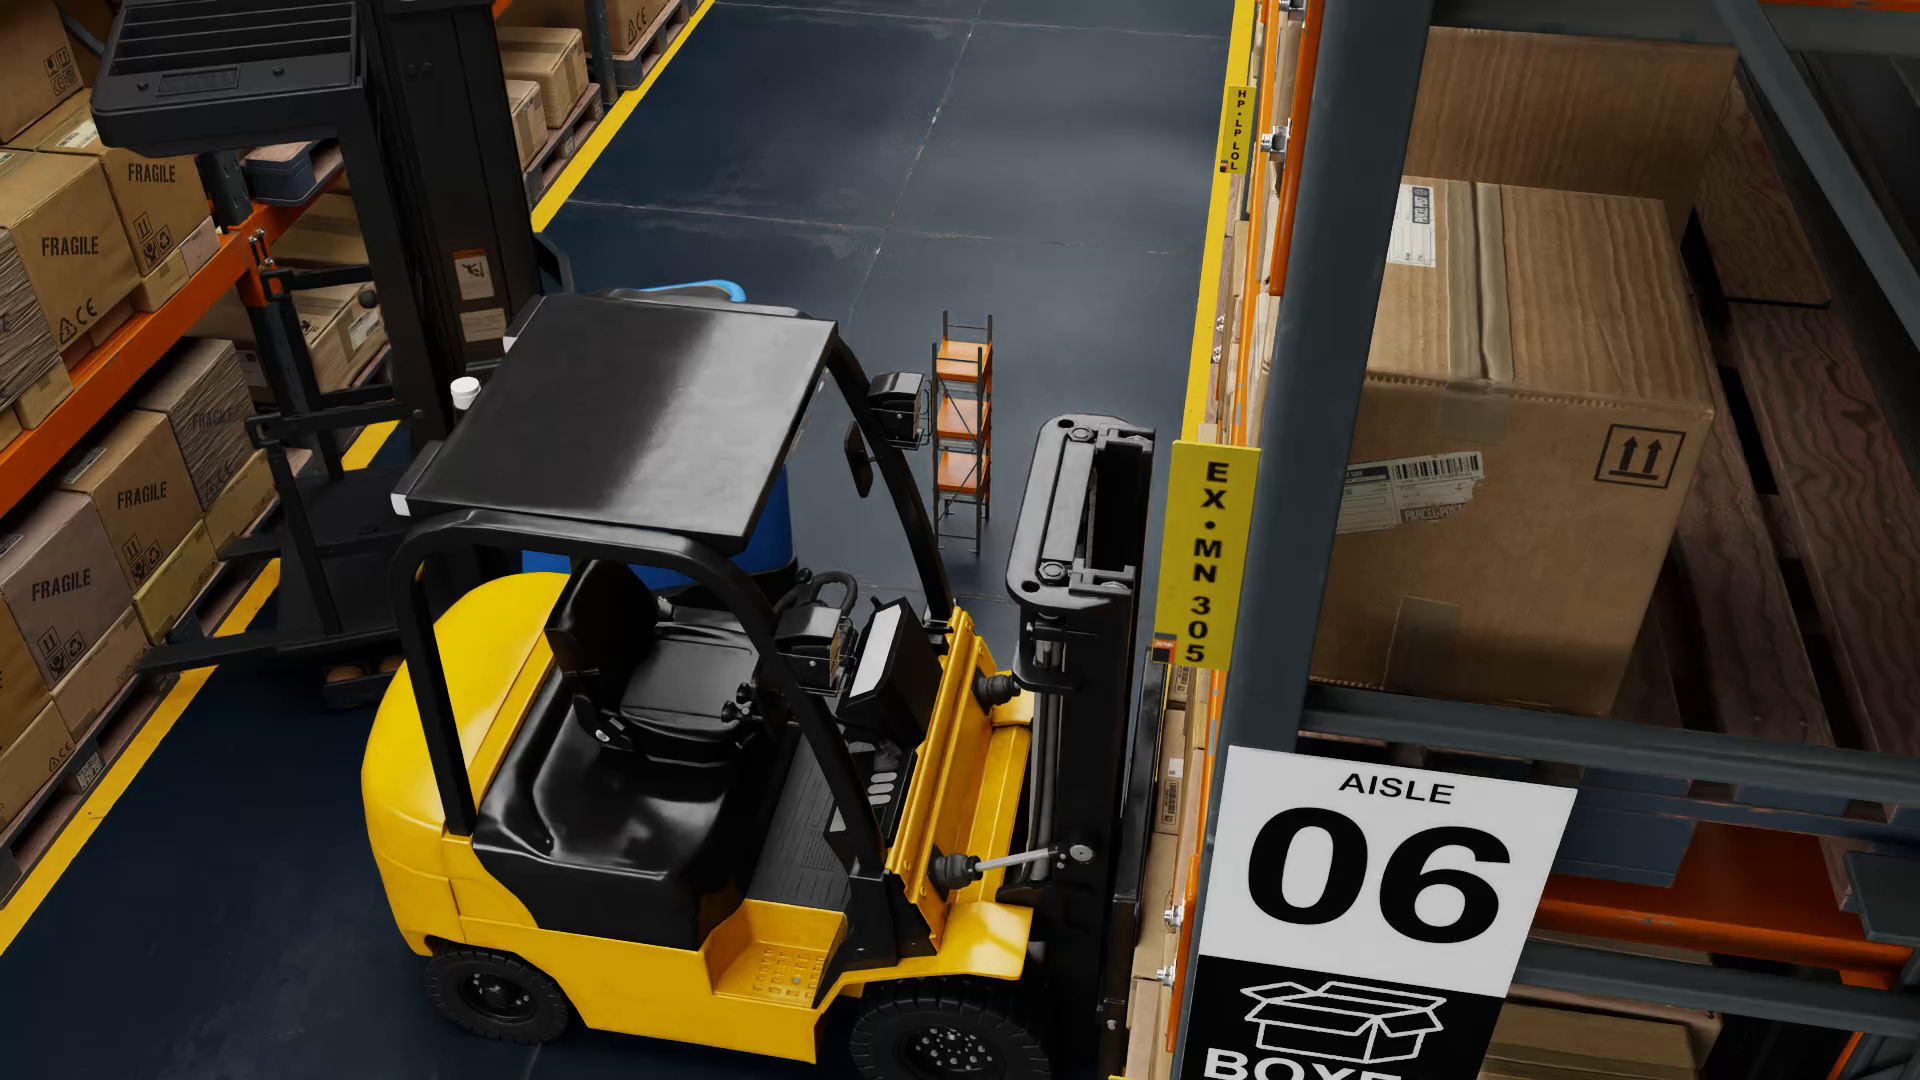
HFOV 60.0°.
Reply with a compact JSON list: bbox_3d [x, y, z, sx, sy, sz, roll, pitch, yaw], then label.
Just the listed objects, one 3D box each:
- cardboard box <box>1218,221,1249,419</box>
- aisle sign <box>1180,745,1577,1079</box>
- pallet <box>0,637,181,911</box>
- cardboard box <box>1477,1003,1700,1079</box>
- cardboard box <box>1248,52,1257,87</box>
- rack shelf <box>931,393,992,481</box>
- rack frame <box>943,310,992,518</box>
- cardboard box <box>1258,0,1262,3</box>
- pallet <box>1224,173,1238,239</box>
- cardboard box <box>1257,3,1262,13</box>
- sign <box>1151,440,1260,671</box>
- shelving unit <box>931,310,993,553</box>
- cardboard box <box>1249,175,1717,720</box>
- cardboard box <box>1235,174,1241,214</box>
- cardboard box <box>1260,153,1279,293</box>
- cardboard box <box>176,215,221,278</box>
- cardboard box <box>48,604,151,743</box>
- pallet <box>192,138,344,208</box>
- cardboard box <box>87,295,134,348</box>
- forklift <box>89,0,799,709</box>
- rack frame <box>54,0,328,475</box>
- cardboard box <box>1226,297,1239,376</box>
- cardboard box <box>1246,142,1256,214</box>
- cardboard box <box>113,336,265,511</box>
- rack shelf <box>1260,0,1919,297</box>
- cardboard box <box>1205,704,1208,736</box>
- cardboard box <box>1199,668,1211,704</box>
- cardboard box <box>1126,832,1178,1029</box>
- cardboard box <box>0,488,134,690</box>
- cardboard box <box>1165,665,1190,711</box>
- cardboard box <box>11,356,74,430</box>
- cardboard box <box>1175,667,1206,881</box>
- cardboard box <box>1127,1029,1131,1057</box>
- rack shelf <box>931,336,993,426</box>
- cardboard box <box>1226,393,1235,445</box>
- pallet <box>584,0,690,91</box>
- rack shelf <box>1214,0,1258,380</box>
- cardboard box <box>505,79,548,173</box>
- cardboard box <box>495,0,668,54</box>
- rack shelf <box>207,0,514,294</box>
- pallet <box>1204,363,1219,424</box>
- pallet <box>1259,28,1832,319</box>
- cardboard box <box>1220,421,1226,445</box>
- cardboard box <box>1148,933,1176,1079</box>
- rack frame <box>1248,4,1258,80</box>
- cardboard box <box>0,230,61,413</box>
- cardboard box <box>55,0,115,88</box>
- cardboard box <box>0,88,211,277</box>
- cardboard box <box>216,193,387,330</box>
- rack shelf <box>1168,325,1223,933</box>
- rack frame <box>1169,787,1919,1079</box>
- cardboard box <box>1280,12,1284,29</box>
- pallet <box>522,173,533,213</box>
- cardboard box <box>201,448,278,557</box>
[{"bbox_3d":[1.168,-0.739,5.712,0.500,0.500,0.500,5,40,6],"label":"cardboard box"},{"bbox_3d":[0.509,0.567,2.170,0.394,0.787,0.004,6,40,8],"label":"aisle sign"},{"bbox_3d":[-3.678,0.773,6.150,1.003,0.211,1.213,6,40,8],"label":"pallet"},{"bbox_3d":[1.078,0.970,2.902,0.380,0.149,0.250,6,40,7],"label":"cardboard box"},{"bbox_3d":[1.417,-1.745,6.732,0.500,0.250,0.500,5,40,7],"label":"cardboard box"},{"bbox_3d":[0.009,-0.430,6.963,0.215,0.259,0.240,6,40,8],"label":"rack shelf"},{"bbox_3d":[0.030,-0.515,7.049,0.200,1.050,0.008,6,40,8],"label":"rack frame"},{"bbox_3d":[1.504,-2.458,7.281,0.380,0.149,0.250,5,40,6],"label":"cardboard box"},{"bbox_3d":[2.013,-1.874,9.351,1.003,0.211,1.213,6,40,8],"label":"pallet"},{"bbox_3d":[1.680,-2.704,7.891,0.500,0.250,0.500,5,40,7],"label":"cardboard box"},{"bbox_3d":[0.278,0.025,1.879,0.100,0.325,0.005,6,40,8],"label":"sign"},{"bbox_3d":[0.009,-0.438,6.956,0.215,1.050,0.252,6,40,8],"label":"shelving unit"},{"bbox_3d":[0.646,-0.140,2.224,0.500,0.500,0.500,8,40,9],"label":"cardboard box"},{"bbox_3d":[1.413,-1.554,6.893,0.500,0.250,0.500,6,40,7],"label":"cardboard box"},{"bbox_3d":[0.698,-0.457,2.793,0.396,0.266,0.258,6,40,8],"label":"cardboard box"},{"bbox_3d":[-3.143,-1.163,6.500,0.380,0.149,0.250,6,40,7],"label":"cardboard box"},{"bbox_3d":[-3.400,0.457,6.171,0.500,0.250,0.500,7,40,8],"label":"cardboard box"},{"bbox_3d":[-3.112,-1.885,7.327,1.003,0.211,1.213,6,40,8],"label":"pallet"},{"bbox_3d":[-3.301,-0.851,6.122,0.380,0.149,0.250,7,40,8],"label":"cardboard box"},{"bbox_3d":[-2.233,-0.853,5.981,3.031,2.935,1.130,-10,41,-12],"label":"forklift"},{"bbox_3d":[-3.388,-1.495,6.705,1.000,3.000,0.127,6,40,8],"label":"rack frame"},{"bbox_3d":[1.011,-0.592,5.024,0.380,0.149,0.250,7,40,9],"label":"cardboard box"},{"bbox_3d":[1.154,-1.186,5.510,0.380,0.149,0.250,7,40,9],"label":"cardboard box"},{"bbox_3d":[-3.226,-0.486,6.723,0.500,0.500,0.500,6,40,7],"label":"cardboard box"},{"bbox_3d":[1.156,-1.576,2.972,1.077,0.370,4.000,6,40,8],"label":"rack shelf"},{"bbox_3d":[0.768,0.376,3.854,0.380,0.149,0.250,5,40,6],"label":"cardboard box"},{"bbox_3d":[0.747,0.260,3.761,0.380,0.149,0.250,7,40,9],"label":"cardboard box"},{"bbox_3d":[0.742,1.110,4.597,0.500,0.250,0.500,7,40,8],"label":"cardboard box"},{"bbox_3d":[-3.399,0.154,5.949,0.500,0.500,0.500,8,40,10],"label":"cardboard box"},{"bbox_3d":[0.936,0.464,5.378,0.500,0.250,0.500,8,40,9],"label":"cardboard box"},{"bbox_3d":[-3.316,-0.525,5.728,0.380,0.149,0.250,6,40,7],"label":"cardboard box"},{"bbox_3d":[0.823,0.537,4.168,0.500,0.500,0.500,6,40,7],"label":"cardboard box"},{"bbox_3d":[0.752,1.285,4.777,0.500,0.250,0.500,6,40,7],"label":"cardboard box"},{"bbox_3d":[0.009,-0.649,6.782,0.215,0.259,0.240,6,40,8],"label":"rack shelf"},{"bbox_3d":[0.938,-0.268,4.632,0.380,0.149,0.250,5,40,6],"label":"cardboard box"},{"bbox_3d":[-2.485,-3.418,11.218,1.003,0.211,1.213,6,40,8],"label":"pallet"},{"bbox_3d":[1.848,-1.928,7.793,1.077,0.370,4.000,6,40,8],"label":"rack shelf"},{"bbox_3d":[-2.923,-2.337,9.456,0.950,0.372,0.625,6,40,7],"label":"cardboard box"},{"bbox_3d":[-2.494,-3.773,10.797,0.875,0.875,0.875,6,40,7],"label":"cardboard box"},{"bbox_3d":[-3.042,-2.473,8.452,1.077,0.370,4.000,6,40,8],"label":"rack shelf"},{"bbox_3d":[1.591,-0.342,7.498,1.003,0.211,1.213,6,40,8],"label":"pallet"},{"bbox_3d":[1.166,-0.771,3.544,1.003,0.211,1.213,6,40,8],"label":"pallet"},{"bbox_3d":[1.007,-0.093,4.930,0.500,0.500,0.500,6,40,7],"label":"cardboard box"},{"bbox_3d":[0.636,1.184,3.386,0.500,0.500,0.500,6,40,7],"label":"cardboard box"},{"bbox_3d":[2.194,-3.461,9.082,1.000,3.000,0.127,6,40,8],"label":"rack frame"},{"bbox_3d":[-3.387,-0.692,5.421,0.500,0.500,0.500,7,40,9],"label":"cardboard box"},{"bbox_3d":[-3.534,-2.126,6.825,0.500,0.500,0.500,6,40,7],"label":"cardboard box"},{"bbox_3d":[-3.220,-1.342,6.208,0.500,0.500,0.500,5,40,7],"label":"cardboard box"},{"bbox_3d":[-3.178,-1.426,8.353,0.950,0.372,0.625,9,40,10],"label":"cardboard box"},{"bbox_3d":[1.156,0.582,4.757,1.077,0.370,4.000,6,40,8],"label":"rack shelf"},{"bbox_3d":[0.810,1.560,3.009,1.000,3.000,0.127,6,40,8],"label":"rack frame"},{"bbox_3d":[0.946,-1.357,3.881,0.396,0.266,0.258,6,40,7],"label":"cardboard box"},{"bbox_3d":[-3.046,-1.677,9.113,1.003,0.211,1.213,6,40,8],"label":"pallet"},{"bbox_3d":[-3.225,-0.197,6.962,0.500,0.250,0.500,8,40,10],"label":"cardboard box"}]
